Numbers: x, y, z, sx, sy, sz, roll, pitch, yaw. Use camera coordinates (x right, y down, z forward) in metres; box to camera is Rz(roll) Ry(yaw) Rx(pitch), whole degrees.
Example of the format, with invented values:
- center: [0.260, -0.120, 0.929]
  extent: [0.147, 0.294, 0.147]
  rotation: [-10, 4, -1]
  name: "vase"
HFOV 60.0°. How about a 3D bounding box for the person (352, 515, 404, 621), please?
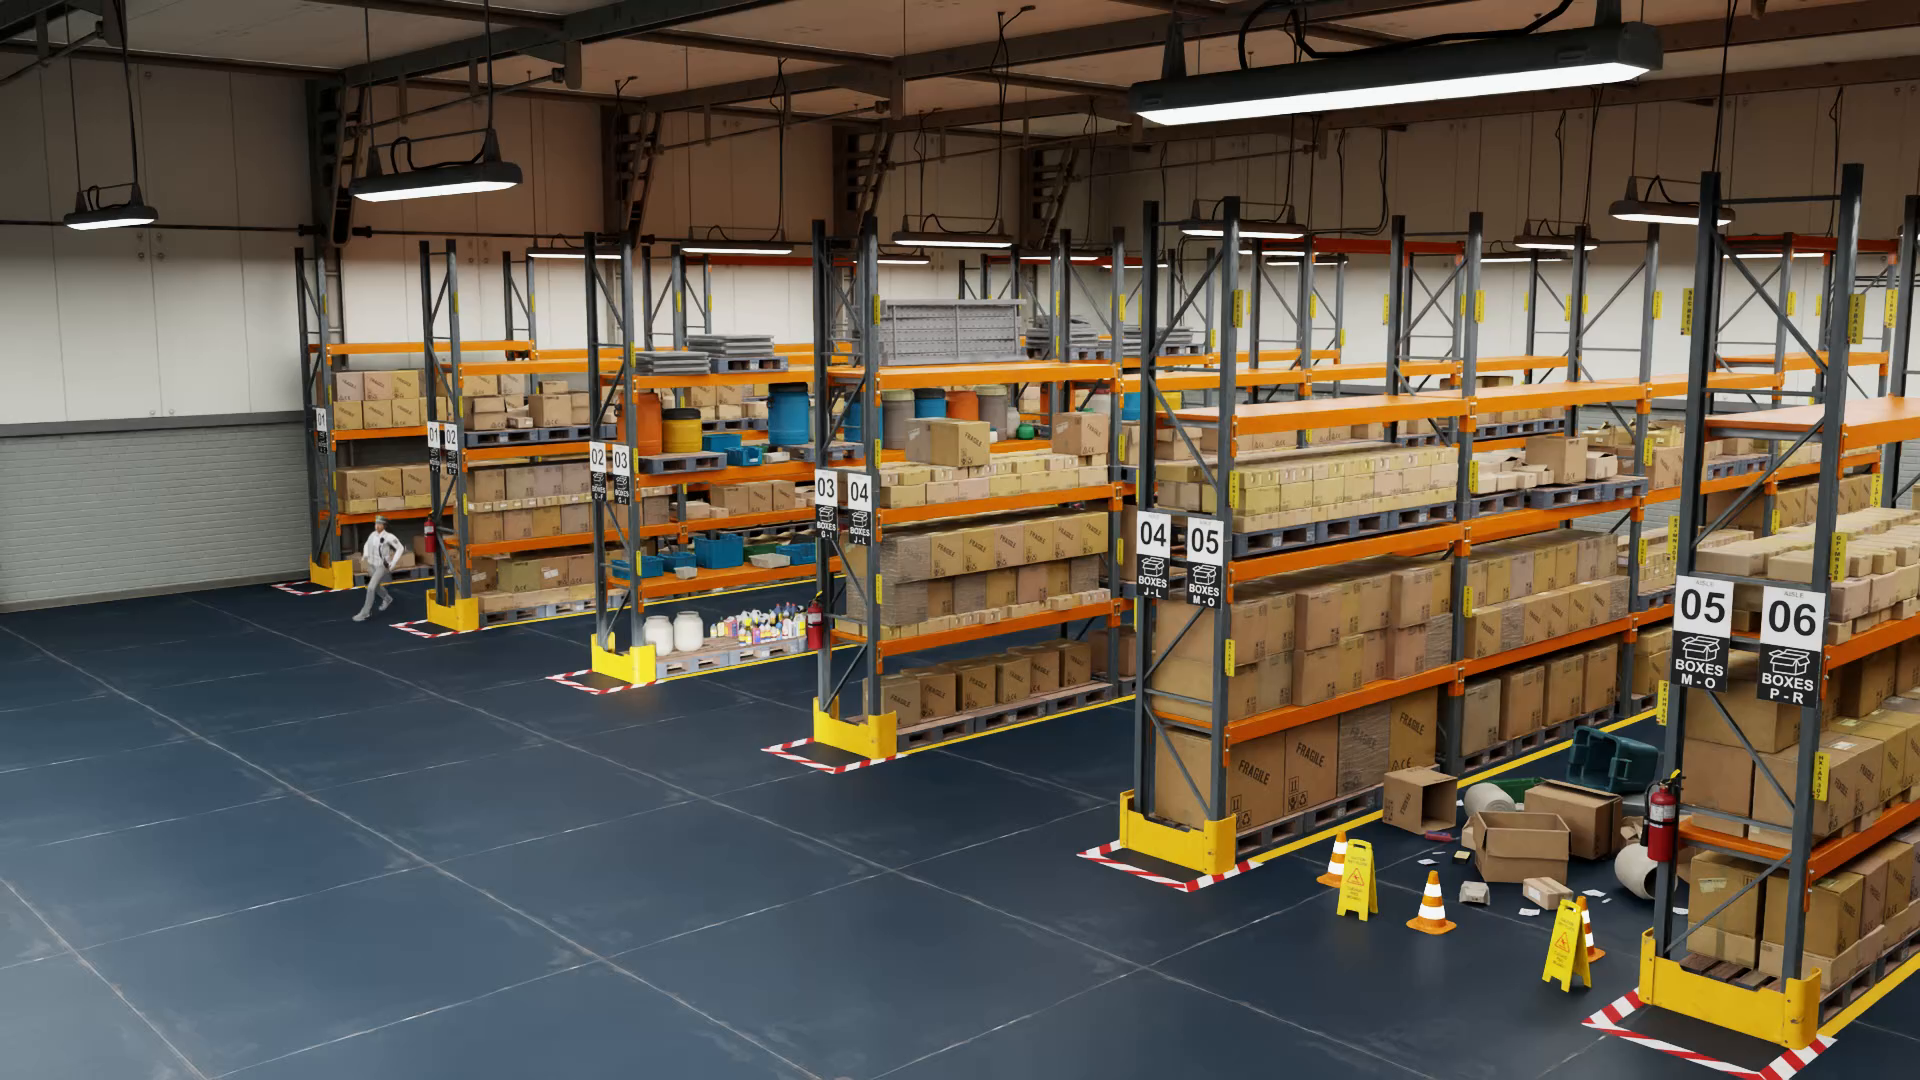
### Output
- center: [-9.334, 0.420, 26.726]
  extent: [0.676, 1.667, 0.923]
  rotation: [4, 9, 26]
  name: "person"
